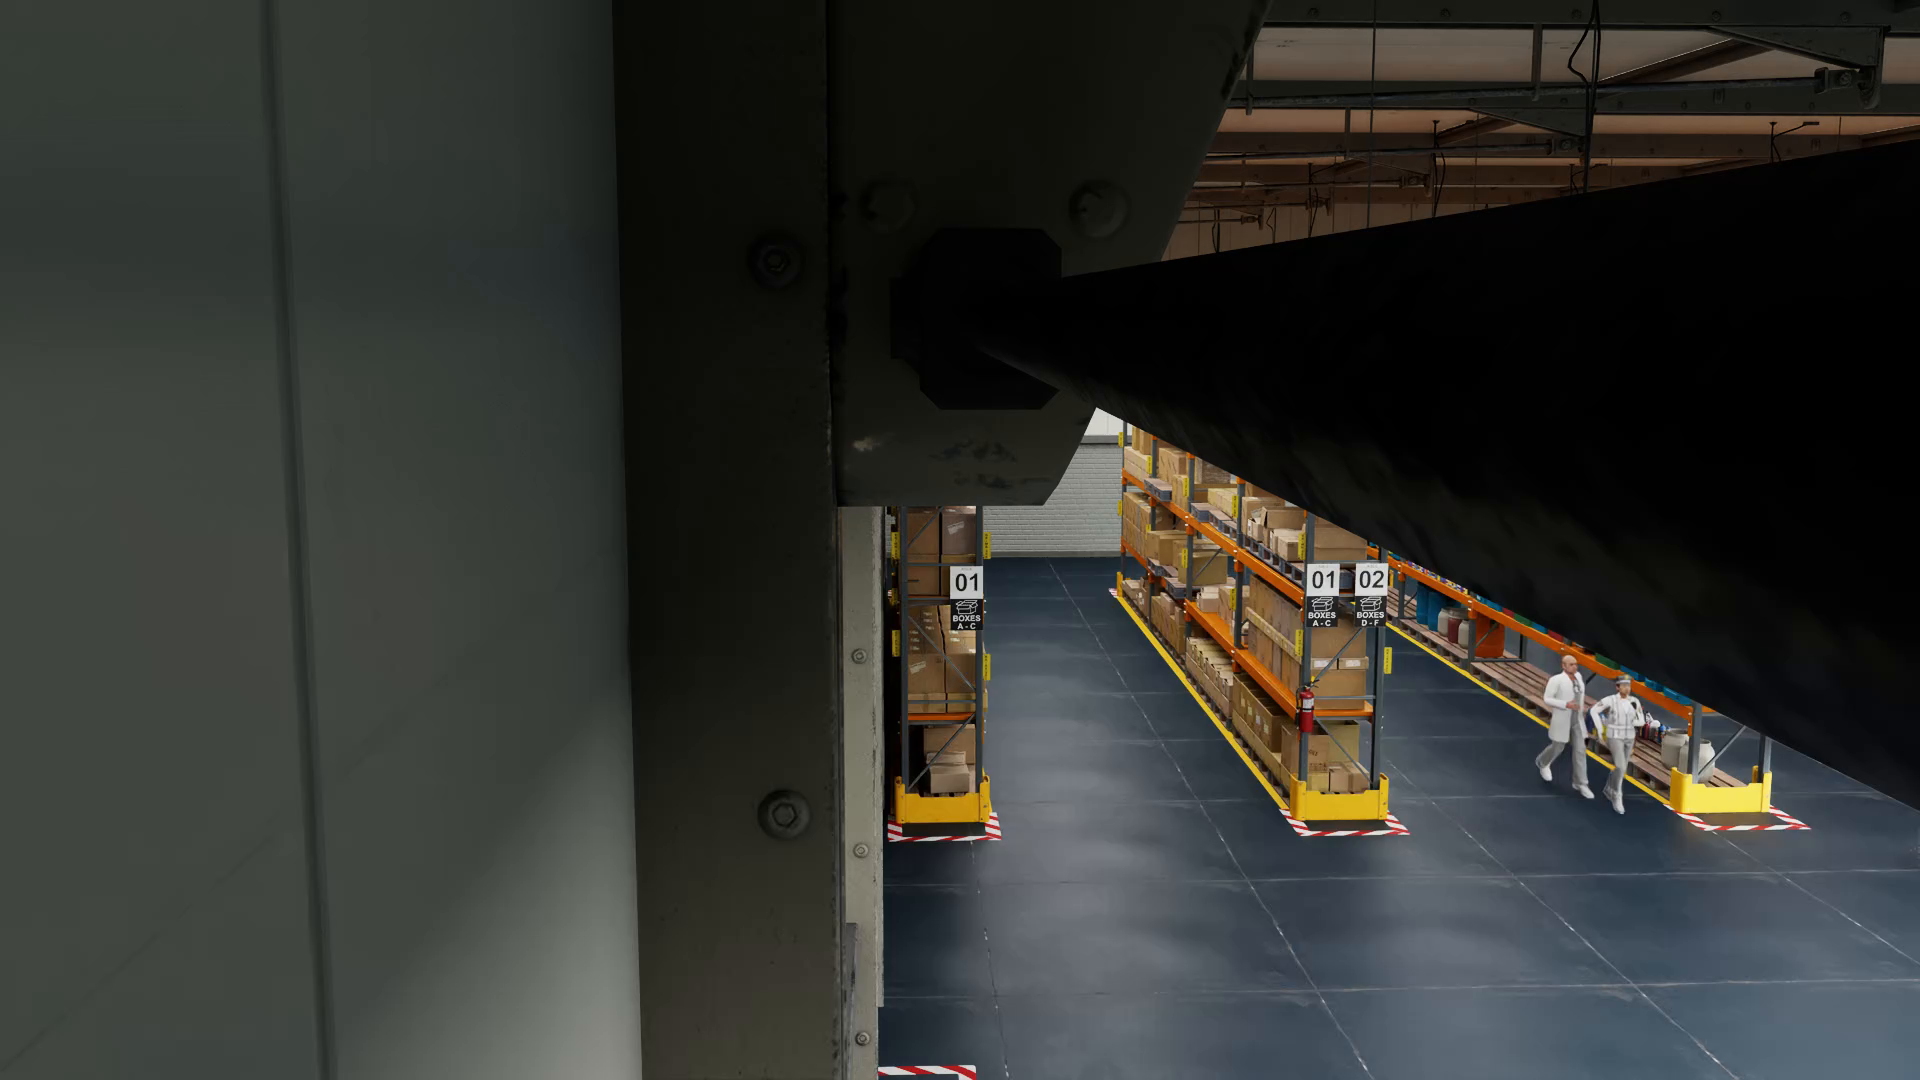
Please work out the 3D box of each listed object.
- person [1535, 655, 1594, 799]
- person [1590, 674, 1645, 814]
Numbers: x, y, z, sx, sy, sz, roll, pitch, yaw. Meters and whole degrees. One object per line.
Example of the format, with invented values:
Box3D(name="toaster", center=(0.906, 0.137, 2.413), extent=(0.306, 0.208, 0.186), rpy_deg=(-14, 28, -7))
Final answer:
Box3D(name="person", center=(7.911, 2.384, 21.734), extent=(0.711, 1.790, 1.057), rpy_deg=(-2, 8, -15))
Box3D(name="person", center=(8.361, 2.552, 21.063), extent=(0.573, 1.713, 0.645), rpy_deg=(-1, 8, -8))
